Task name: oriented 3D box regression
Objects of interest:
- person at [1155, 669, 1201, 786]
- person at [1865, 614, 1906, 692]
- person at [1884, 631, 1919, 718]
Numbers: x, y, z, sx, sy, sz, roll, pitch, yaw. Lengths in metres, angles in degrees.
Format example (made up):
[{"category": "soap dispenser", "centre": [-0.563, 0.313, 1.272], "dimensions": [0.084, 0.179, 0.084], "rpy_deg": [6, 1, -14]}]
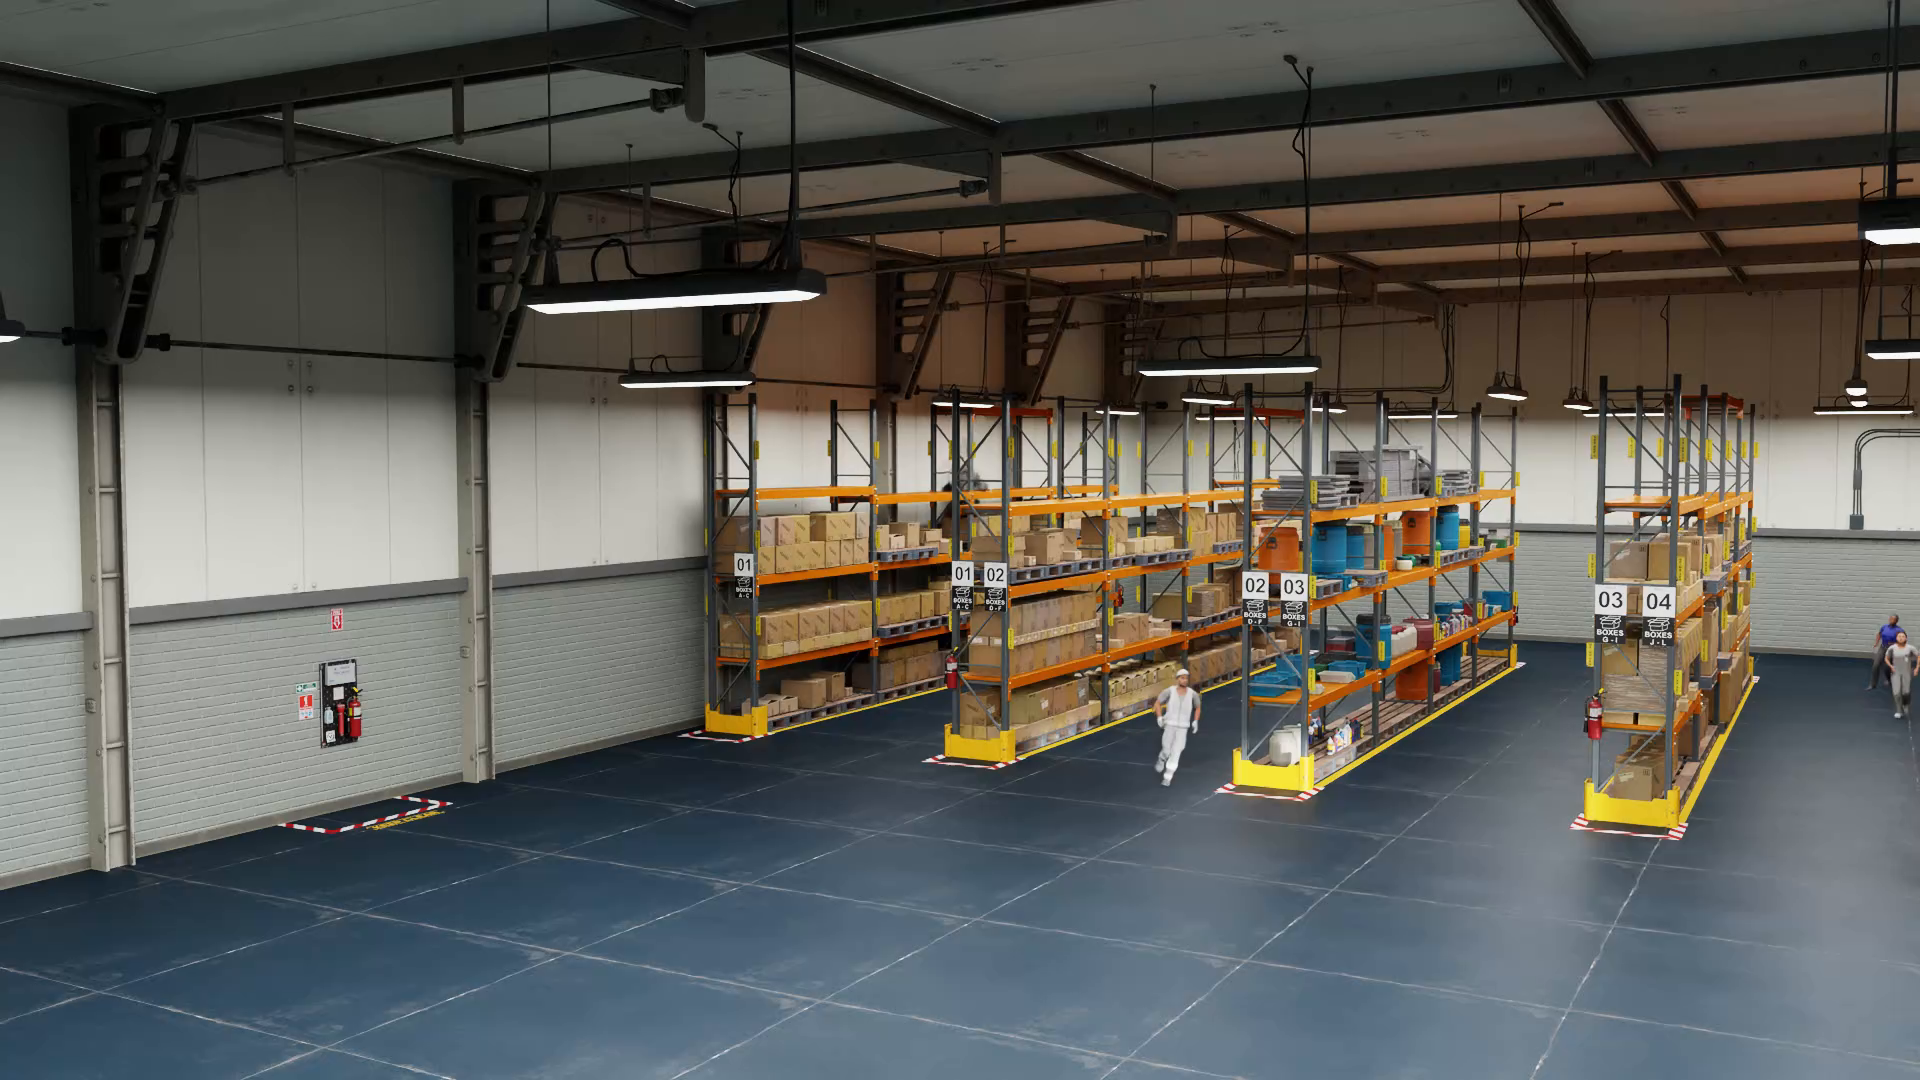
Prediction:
[{"category": "person", "centre": [3.282, 2.794, 24.943], "dimensions": [0.705, 1.716, 0.701], "rpy_deg": [0, 3, 0]}, {"category": "person", "centre": [19.286, 2.336, 34.493], "dimensions": [0.809, 1.619, 0.628], "rpy_deg": [-2, 4, -38]}, {"category": "person", "centre": [17.598, 2.509, 31.061], "dimensions": [0.596, 1.630, 0.577], "rpy_deg": [2, 4, 31]}]
